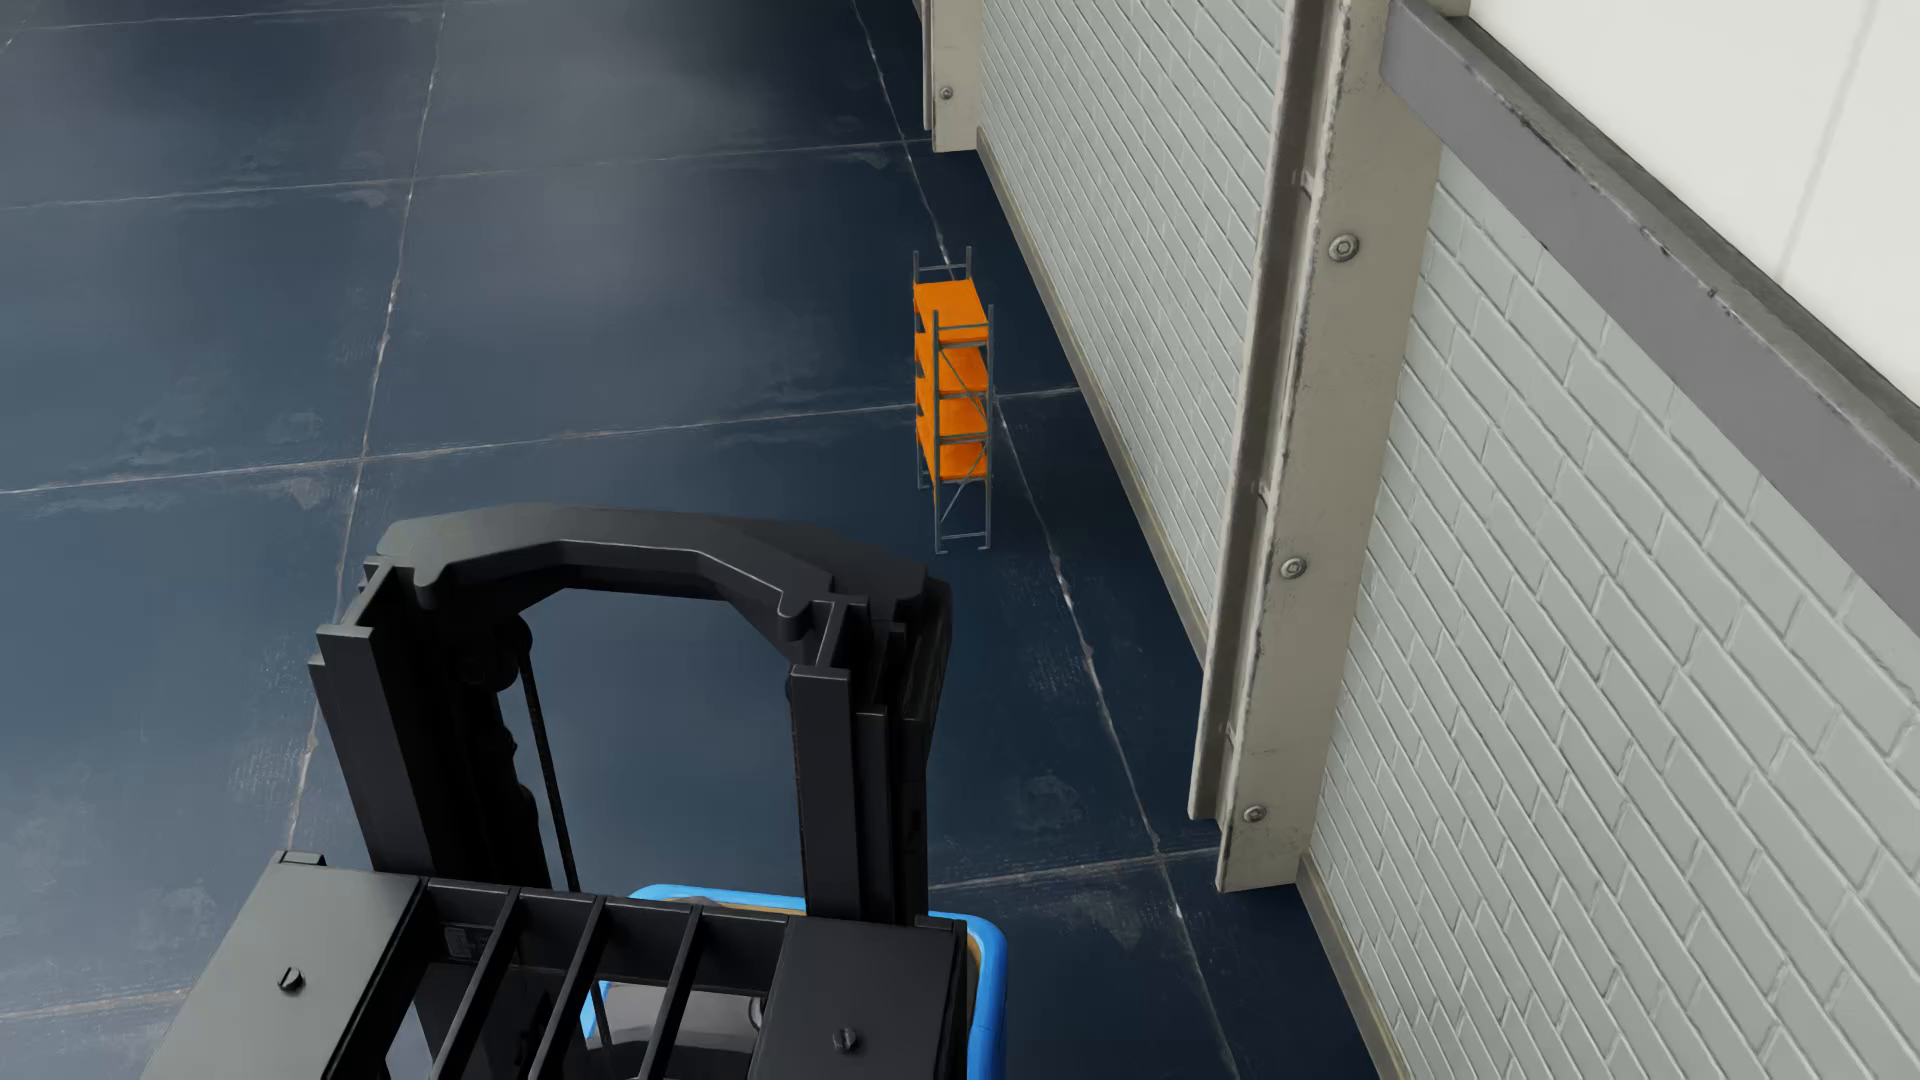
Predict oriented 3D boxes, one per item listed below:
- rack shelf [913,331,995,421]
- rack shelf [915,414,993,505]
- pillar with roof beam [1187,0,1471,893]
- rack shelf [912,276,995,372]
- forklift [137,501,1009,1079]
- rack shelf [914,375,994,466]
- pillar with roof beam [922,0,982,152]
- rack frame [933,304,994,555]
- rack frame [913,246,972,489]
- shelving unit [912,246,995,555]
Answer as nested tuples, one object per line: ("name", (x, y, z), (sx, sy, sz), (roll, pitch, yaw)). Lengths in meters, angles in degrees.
("rack shelf", (-0.029, -0.697, 6.915), (0.258, 0.148, 0.480), (-6, 38, -8))
("rack shelf", (-0.029, -0.364, 7.174), (0.258, 0.148, 0.480), (-6, 38, -8))
("pillar with roof beam", (-3.233, -2.018, 2.512), (9.100, 9.000, 0.400), (-6, 38, -8))
("rack shelf", (-0.029, -0.884, 6.770), (0.258, 0.148, 0.480), (-6, 38, -8))
("forklift", (-0.564, 1.518, 2.907), (1.130, 2.935, 3.031), (5, 38, 6))
("rack shelf", (-0.029, -0.521, 7.052), (0.258, 0.148, 0.480), (-6, 38, -8))
("pillar with roof beam", (-4.285, -5.642, 7.177), (9.100, 9.000, 0.400), (-6, 38, -8))
("rack frame", (0.014, -0.426, 6.821), (0.240, 1.200, 0.015), (-6, 38, -8))
("rack frame", (-0.072, -0.721, 7.200), (0.240, 1.200, 0.015), (-6, 38, -8))
("shelving unit", (-0.029, -0.574, 7.011), (0.258, 1.200, 0.503), (-6, 38, -8))
